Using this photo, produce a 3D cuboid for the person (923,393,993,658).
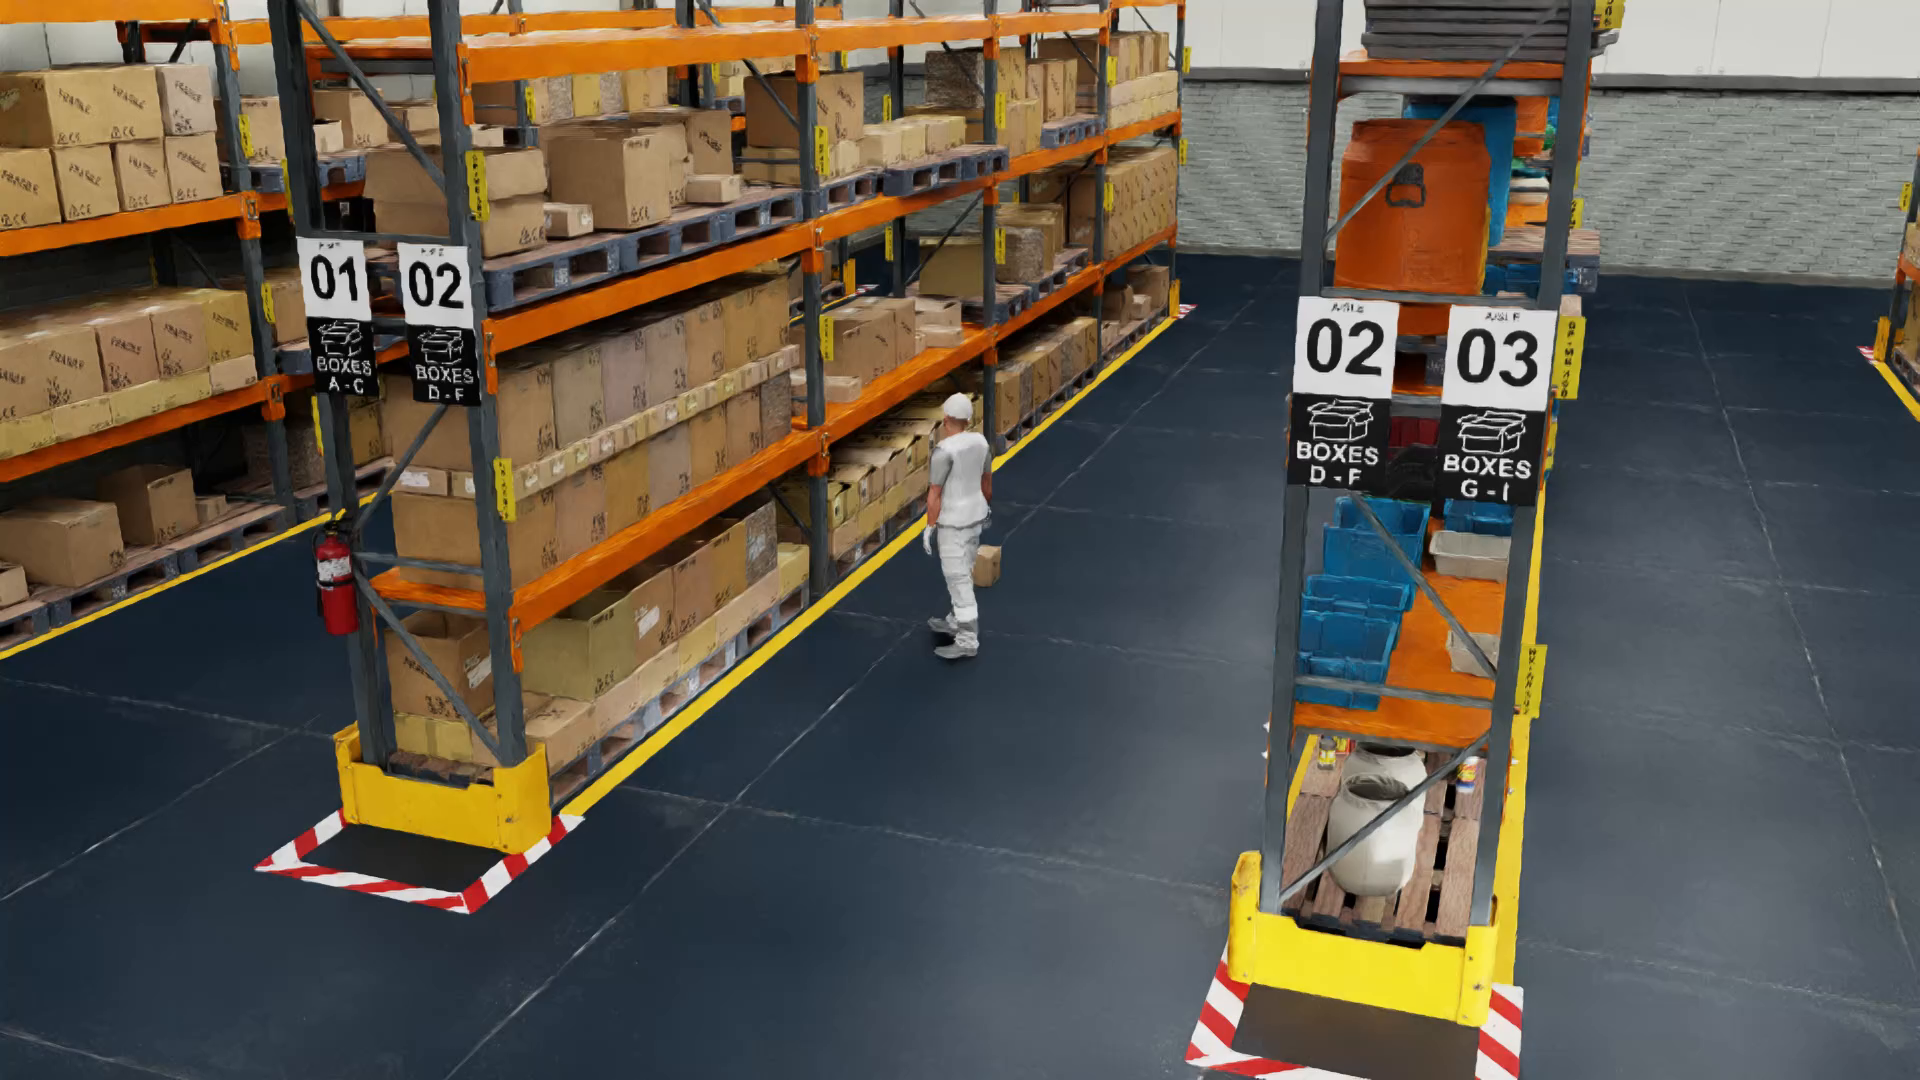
[{"bbox_3d":[-0.043,-0.137,11.357,0.579,1.787,0.682,13,22,34],"label":"person"}]
